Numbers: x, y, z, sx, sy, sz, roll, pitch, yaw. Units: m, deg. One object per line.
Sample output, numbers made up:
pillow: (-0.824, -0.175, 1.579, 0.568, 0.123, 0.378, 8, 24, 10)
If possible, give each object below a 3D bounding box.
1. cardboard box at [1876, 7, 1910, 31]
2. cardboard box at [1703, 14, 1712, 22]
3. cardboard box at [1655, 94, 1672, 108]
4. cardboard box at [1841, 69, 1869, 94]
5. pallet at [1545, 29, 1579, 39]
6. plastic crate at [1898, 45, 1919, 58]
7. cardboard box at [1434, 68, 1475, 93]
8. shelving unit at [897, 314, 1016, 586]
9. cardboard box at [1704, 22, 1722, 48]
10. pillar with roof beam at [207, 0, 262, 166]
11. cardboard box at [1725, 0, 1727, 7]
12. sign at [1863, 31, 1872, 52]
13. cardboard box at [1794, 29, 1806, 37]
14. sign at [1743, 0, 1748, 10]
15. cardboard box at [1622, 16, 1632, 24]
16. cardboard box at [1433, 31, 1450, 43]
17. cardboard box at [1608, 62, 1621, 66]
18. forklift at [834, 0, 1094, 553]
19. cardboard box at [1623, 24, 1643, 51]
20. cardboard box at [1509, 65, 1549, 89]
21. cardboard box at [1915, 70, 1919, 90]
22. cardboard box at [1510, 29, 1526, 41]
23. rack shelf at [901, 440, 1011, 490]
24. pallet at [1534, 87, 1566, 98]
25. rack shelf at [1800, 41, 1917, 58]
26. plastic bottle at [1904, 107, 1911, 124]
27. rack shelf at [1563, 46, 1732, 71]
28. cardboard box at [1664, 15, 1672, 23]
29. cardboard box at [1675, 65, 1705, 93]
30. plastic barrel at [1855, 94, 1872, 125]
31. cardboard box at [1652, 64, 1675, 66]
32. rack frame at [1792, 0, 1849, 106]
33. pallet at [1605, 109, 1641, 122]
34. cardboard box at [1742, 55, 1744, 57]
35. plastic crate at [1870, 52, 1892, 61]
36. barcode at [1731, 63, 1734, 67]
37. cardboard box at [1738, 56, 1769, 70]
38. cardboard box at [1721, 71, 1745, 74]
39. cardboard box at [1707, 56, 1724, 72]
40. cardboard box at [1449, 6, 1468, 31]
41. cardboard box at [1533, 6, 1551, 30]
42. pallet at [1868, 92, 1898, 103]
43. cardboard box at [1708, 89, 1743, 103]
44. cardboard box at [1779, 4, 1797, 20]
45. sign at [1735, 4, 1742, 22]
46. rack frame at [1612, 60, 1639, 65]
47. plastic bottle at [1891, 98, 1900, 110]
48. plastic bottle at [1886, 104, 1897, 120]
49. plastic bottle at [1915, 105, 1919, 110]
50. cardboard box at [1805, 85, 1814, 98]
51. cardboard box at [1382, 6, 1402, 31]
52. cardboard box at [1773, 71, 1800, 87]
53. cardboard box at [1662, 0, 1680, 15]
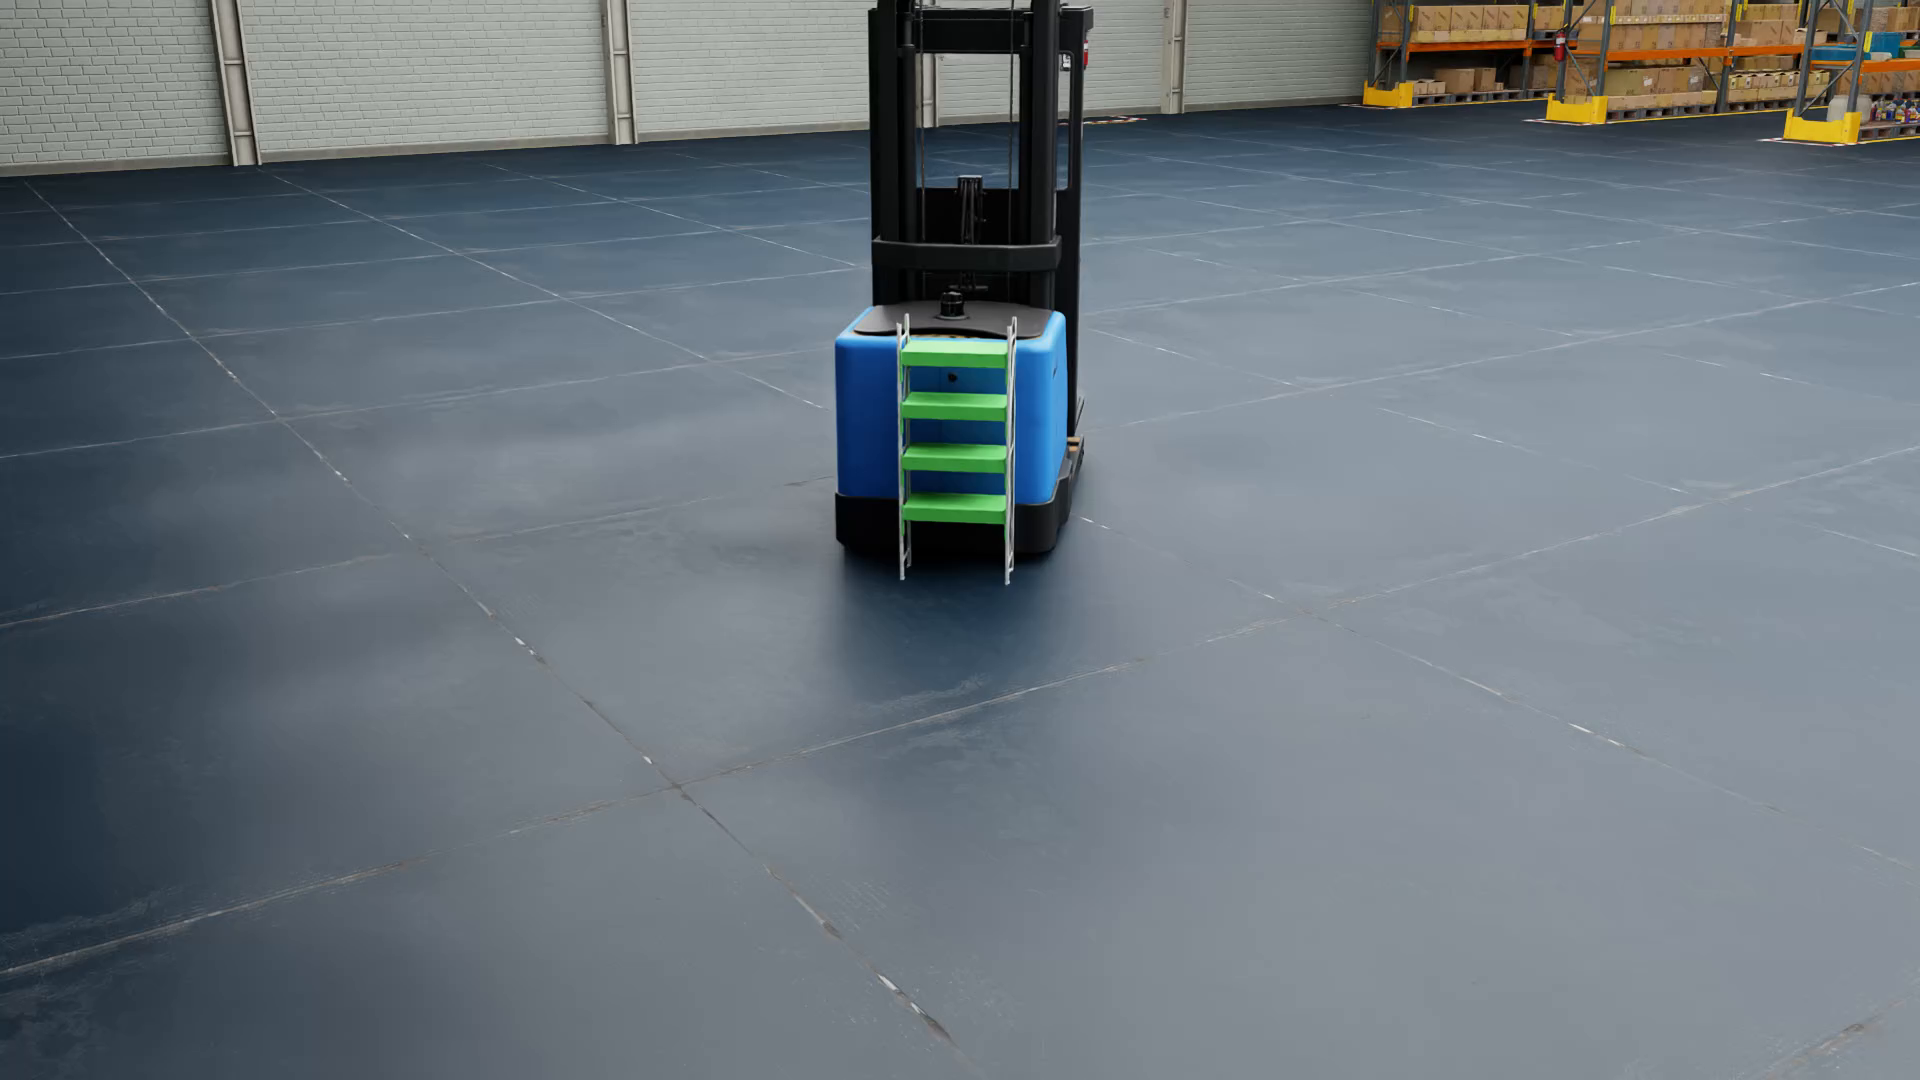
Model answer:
cardboard box: (20.958, -11.780, 37.593, 0.500, 0.500, 0.700, -8, 20, -23)
cardboard box: (14.800, -10.446, 33.290, 0.250, 0.149, 0.380, -13, 22, -33)
cardboard box: (13.817, -8.776, 33.159, 0.500, 0.250, 0.500, -12, 22, -31)
cardboard box: (19.646, -10.112, 36.689, 0.500, 0.500, 0.500, -13, 23, -33)
pallet: (14.317, -11.864, 38.955, 1.213, 0.211, 1.003, -12, 22, -31)
plastic crate: (16.766, -8.696, 29.615, 0.662, 0.188, 0.450, -12, 22, -31)
cardboard box: (11.010, -10.244, 37.079, 0.500, 0.500, 0.700, -14, 23, -35)
shelving unit: (-0.013, -0.406, 7.573, 0.503, 1.200, 0.258, 2, 19, 7)
cardboard box: (14.967, -10.253, 33.734, 0.500, 0.500, 0.700, -13, 22, -33)
pillar with roof beam: (-8.302, -8.724, 19.998, 0.400, 9.000, 9.100, -12, 22, -31)
cardboard box: (18.606, -13.334, 41.180, 0.500, 0.250, 0.500, -11, 22, -30)
sign: (15.014, -8.239, 27.500, 0.005, 0.325, 0.100, -12, 22, -31)
cardboard box: (17.822, -10.843, 35.772, 0.500, 0.311, 0.500, -12, 22, -32)
sign: (19.595, -13.387, 41.475, 0.005, 0.325, 0.100, -12, 22, -31)
cardboard box: (12.659, -9.995, 31.956, 0.250, 0.149, 0.380, -13, 22, -33)
cardboard box: (10.274, -10.940, 36.125, 0.500, 0.250, 0.500, -13, 22, -33)
cardboard box: (15.375, -11.198, 39.901, 0.500, 0.500, 0.700, -12, 22, -31)
forklift: (0.116, -1.757, 8.865, 1.130, 2.935, 3.031, 3, 19, 7)
cardboard box: (12.826, -9.801, 32.397, 0.500, 0.500, 0.700, -11, 22, -30)
cardboard box: (13.212, -10.769, 38.630, 0.500, 0.500, 0.700, -11, 22, -30)
cardboard box: (21.761, -10.556, 38.001, 0.500, 0.500, 0.500, -12, 22, -32)
cardboard box: (12.378, -11.384, 37.438, 0.500, 0.250, 0.500, -12, 22, -31)
rack shelf: (-0.013, -0.346, 7.593, 0.480, 0.148, 0.258, 2, 19, 7)
pallet: (14.276, -10.643, 39.397, 1.213, 0.211, 1.003, -12, 22, -31)
rack shelf: (20.345, -11.002, 37.228, 4.000, 0.370, 1.077, -12, 22, -31)
plastic bottle: (16.599, -7.448, 29.147, 0.133, 0.283, 0.061, -11, 22, -31)
rack shelf: (13.664, -9.593, 33.060, 4.000, 0.370, 1.077, -12, 22, -31)
cardboard box: (13.724, -10.218, 32.617, 0.250, 0.149, 0.380, -12, 22, -31)
cardboard box: (14.643, -9.312, 33.574, 0.500, 0.500, 0.500, -12, 22, -31)
plastic barrel: (15.641, -7.501, 28.977, 0.421, 0.512, 0.421, 0, 19, 0)
cardboard box: (14.362, -9.449, 33.979, 0.500, 0.500, 0.500, -12, 22, -31)
rack frame: (18.675, -10.991, 36.070, 0.127, 3.000, 1.000, -12, 22, -31)
pallet: (12.609, -8.406, 32.780, 1.213, 0.211, 1.003, -12, 22, -31)
cardboard box: (20.397, -12.613, 43.105, 0.250, 0.149, 0.380, -13, 22, -33)
plastic crate: (15.639, -8.202, 28.235, 0.250, 0.136, 0.298, -12, 22, -31)
barcode: (15.776, -9.699, 33.966, 0.075, 0.075, 0.001, -12, 22, -31)
cardboard box: (20.390, -12.226, 42.973, 0.500, 0.500, 0.700, -12, 22, -32)
cardboard box: (16.364, -9.777, 35.242, 0.500, 0.311, 0.500, -12, 22, -32)
cardboard box: (18.817, -12.051, 41.907, 0.750, 0.750, 0.750, -12, 22, -31)
cardboard box: (10.683, -11.377, 36.245, 0.500, 0.500, 0.500, -13, 22, -33)
cardboard box: (13.051, -11.947, 38.055, 0.500, 0.500, 0.700, -12, 22, -31)
pallet: (20.337, -10.004, 37.508, 1.213, 0.211, 1.003, -12, 22, -31)
cardboard box: (15.807, -9.187, 34.374, 0.500, 0.250, 0.500, -13, 22, -33)
cardboard box: (20.965, -13.511, 43.056, 0.700, 0.700, 0.980, -13, 23, -34)
sign: (15.641, -10.585, 33.397, 0.005, 0.325, 0.100, -12, 22, -31)
rack frame: (15.947, -12.315, 39.988, 0.127, 3.000, 1.000, -12, 22, -31)
plastic bottle: (16.995, -7.849, 30.229, 0.185, 0.351, 0.144, -13, 23, -34)
plastic bottle: (16.743, -7.704, 29.915, 0.135, 0.276, 0.152, -12, 22, -31)
plastic bottle: (17.049, -7.602, 29.601, 0.133, 0.283, 0.061, -12, 22, -31)
cardboard box: (17.941, -9.637, 35.705, 0.500, 0.250, 0.500, -12, 22, -32)
cardboard box: (9.543, -11.339, 36.134, 0.500, 0.500, 0.500, -12, 22, -32)
cardboard box: (17.519, -9.813, 35.349, 0.500, 0.311, 0.500, -12, 22, -32)
cardboard box: (13.710, -10.603, 32.742, 0.500, 0.500, 0.700, -12, 22, -31)
